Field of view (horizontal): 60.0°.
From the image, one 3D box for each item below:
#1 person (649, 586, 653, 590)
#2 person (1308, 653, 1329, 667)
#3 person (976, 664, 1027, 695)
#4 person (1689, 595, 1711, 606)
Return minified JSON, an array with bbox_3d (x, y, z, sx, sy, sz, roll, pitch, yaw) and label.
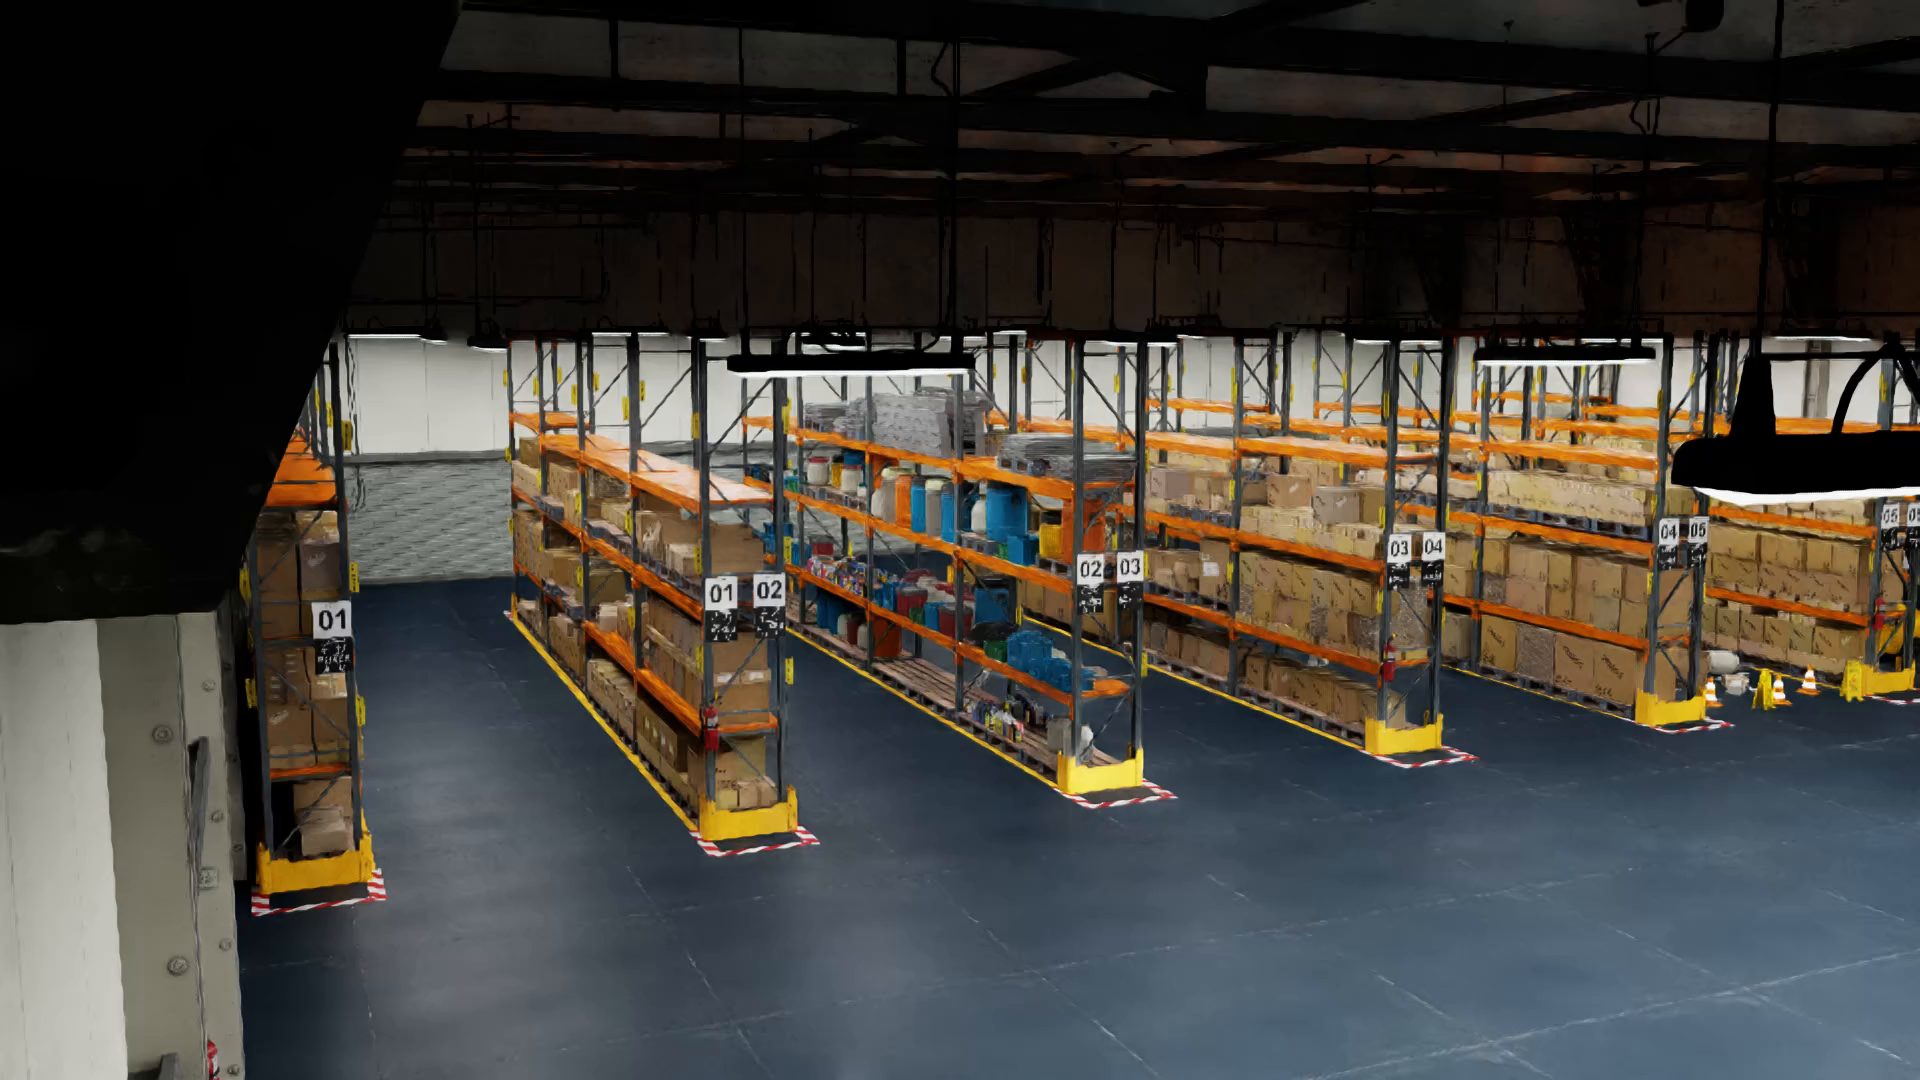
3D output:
[{"bbox_3d":[-6.273,0.890,34.218,0.341,1.571,0.559,-5,9,-32],"label":"person"},{"bbox_3d":[6.179,1.554,28.681,0.594,1.777,0.443,6,10,37],"label":"person"},{"bbox_3d":[0.635,1.796,27.539,0.653,1.605,0.771,-7,11,-43],"label":"person"},{"bbox_3d":[15.897,0.633,35.772,0.556,1.662,0.588,0,8,1],"label":"person"}]
